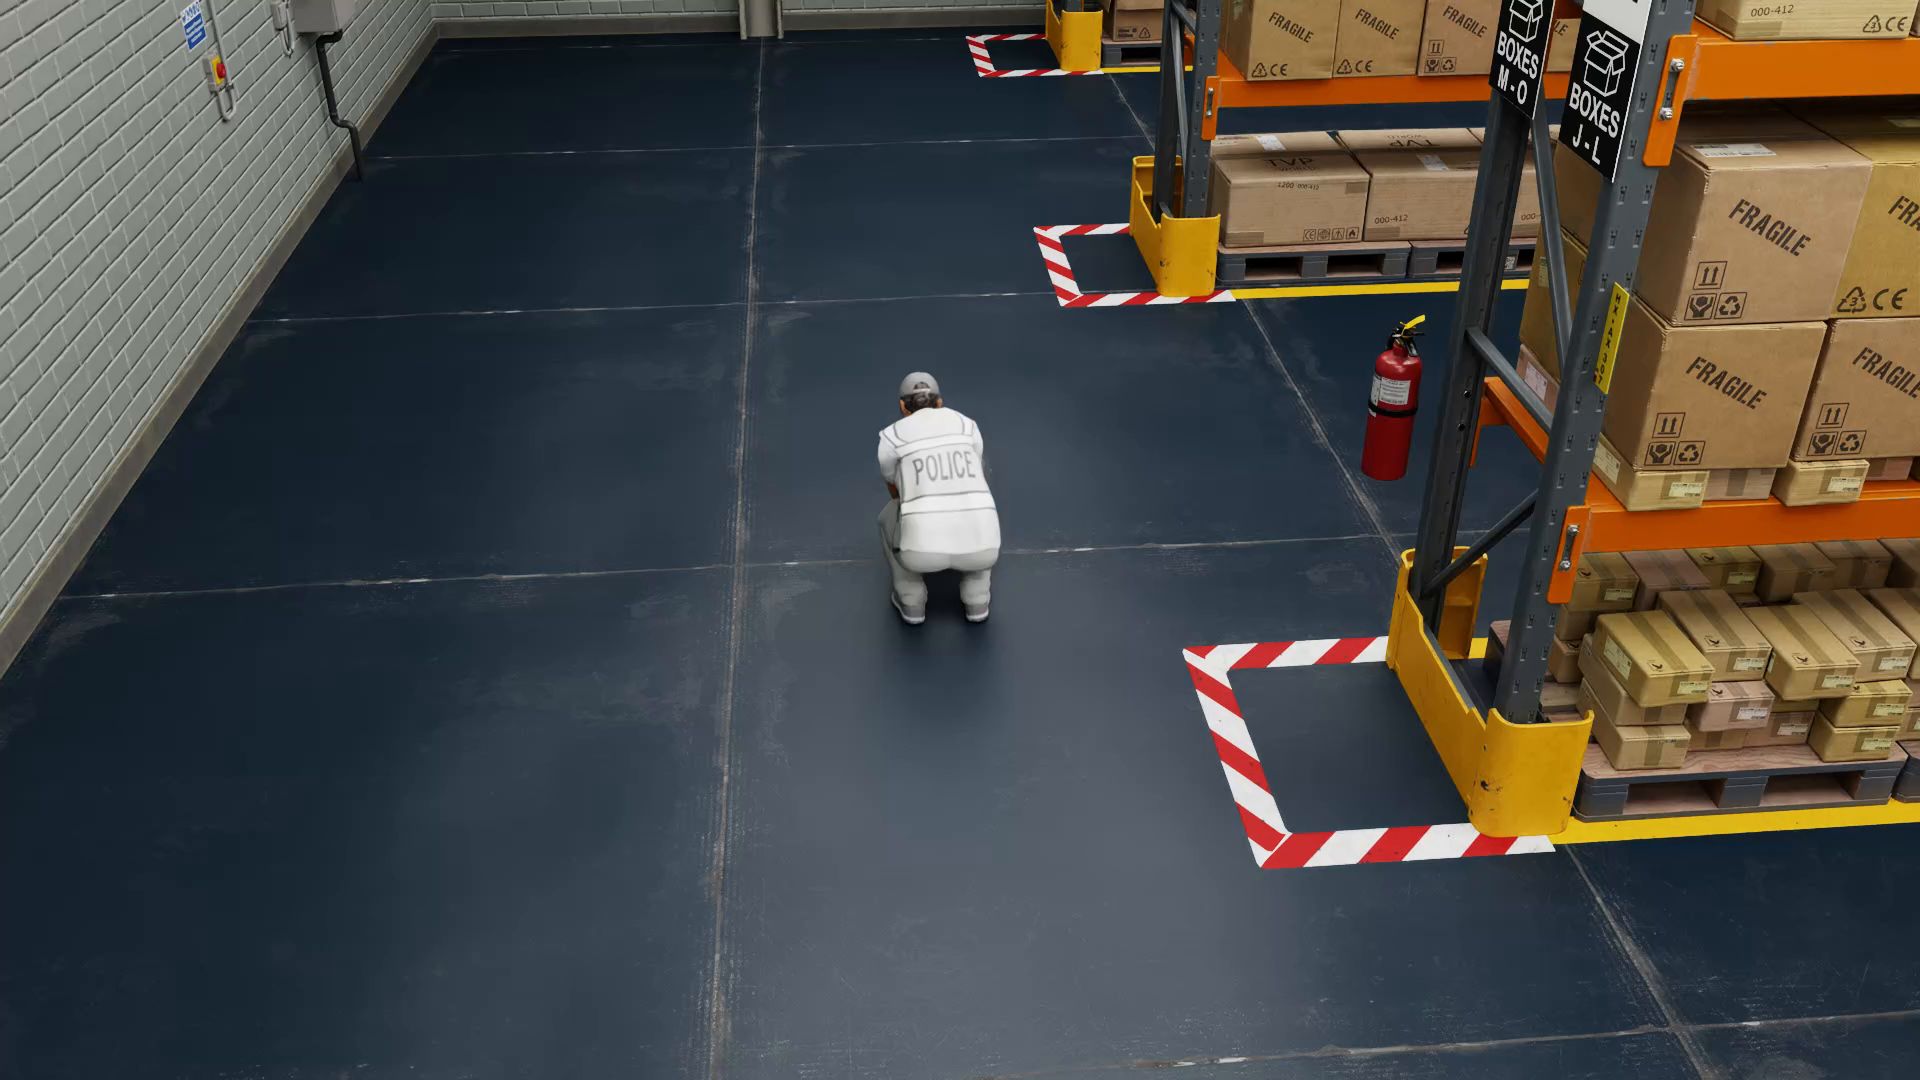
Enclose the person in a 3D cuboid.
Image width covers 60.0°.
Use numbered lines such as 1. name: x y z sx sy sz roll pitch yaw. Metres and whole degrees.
1. person: -0.095 -0.172 7.117 0.517 0.953 0.865 -3 31 -5
